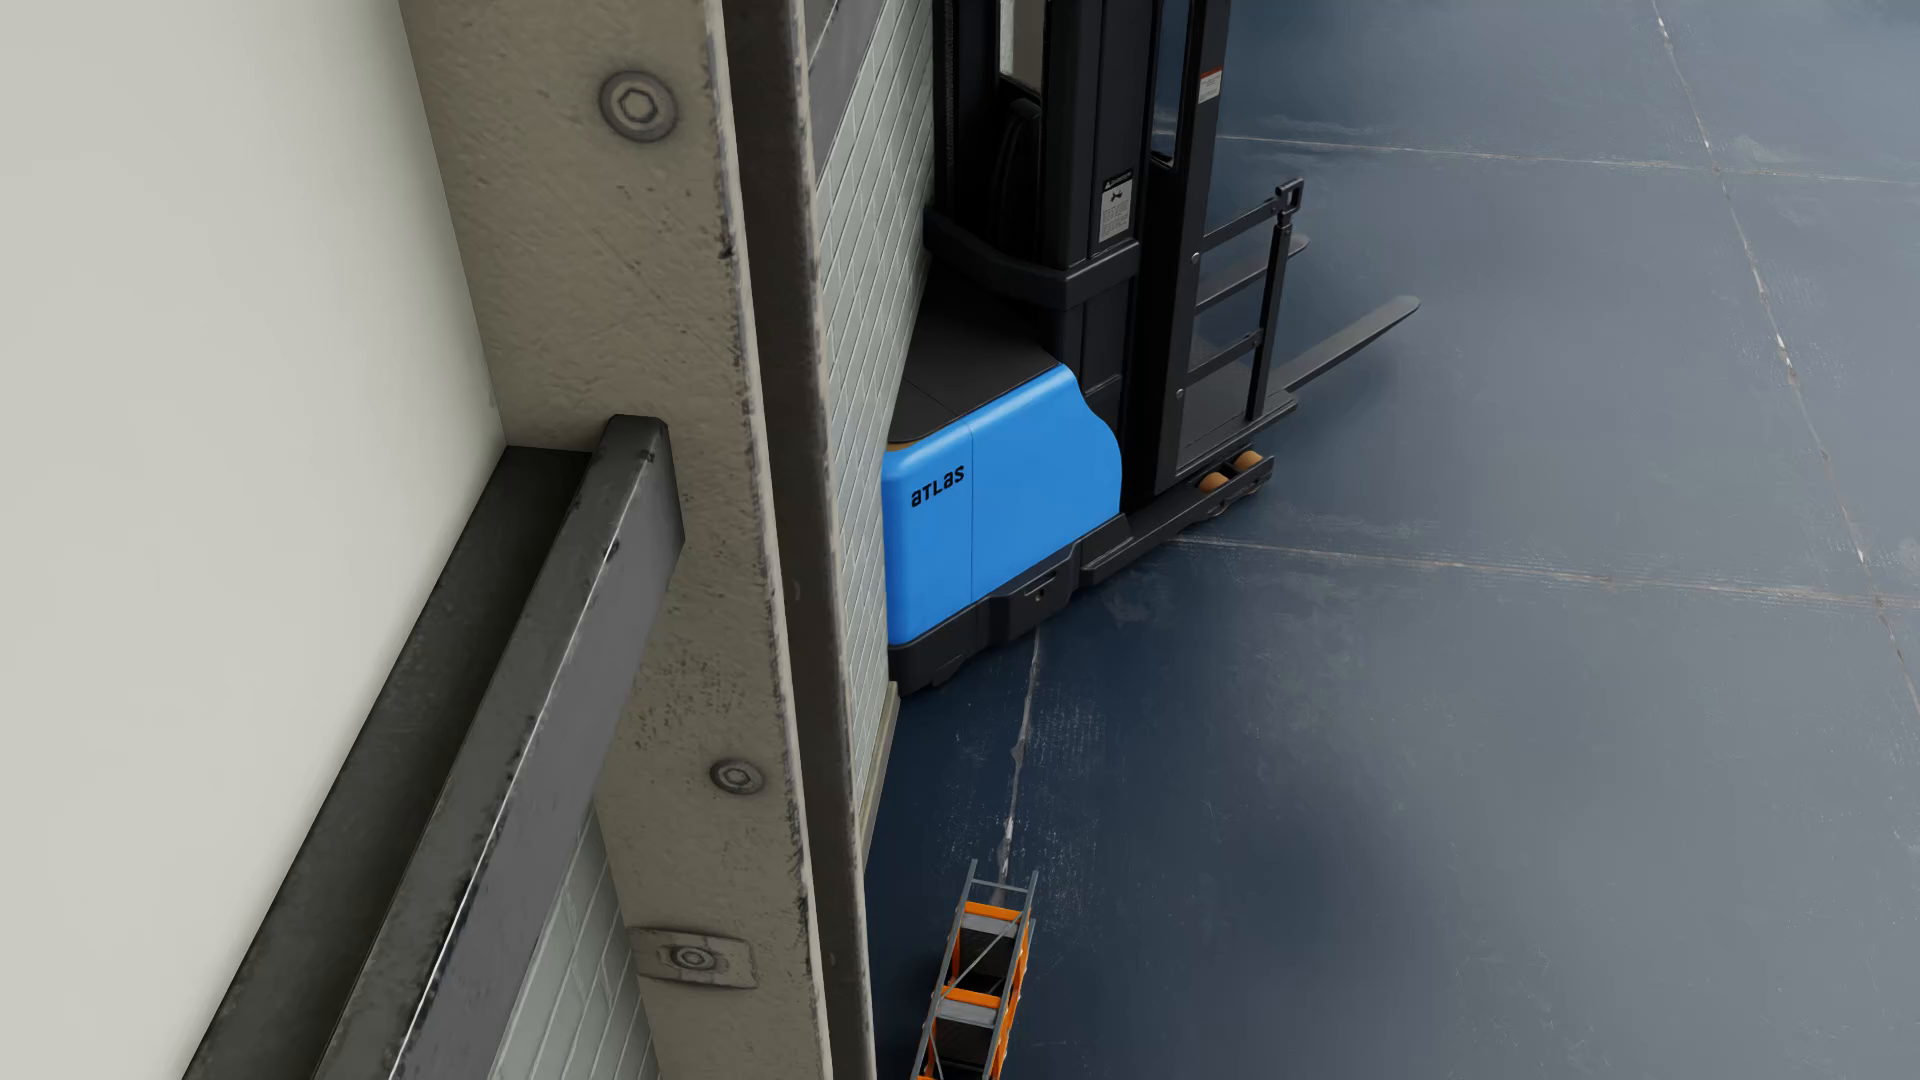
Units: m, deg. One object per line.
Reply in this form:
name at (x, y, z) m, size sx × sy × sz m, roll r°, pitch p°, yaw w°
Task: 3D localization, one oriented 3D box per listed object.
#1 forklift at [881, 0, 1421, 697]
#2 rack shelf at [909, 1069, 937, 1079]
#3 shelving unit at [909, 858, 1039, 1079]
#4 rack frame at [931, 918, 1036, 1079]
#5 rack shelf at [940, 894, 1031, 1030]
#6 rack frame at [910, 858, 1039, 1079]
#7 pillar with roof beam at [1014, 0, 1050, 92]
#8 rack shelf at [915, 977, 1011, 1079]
forklift at (0.575, -1.403, 5.600) m, size 3.031 × 2.935 × 1.130 m, roll -31°, pitch 51°, yaw -28°
rack shelf at (-0.055, 1.588, 4.385) m, size 0.215 × 0.240 × 0.259 m, roll 9°, pitch 44°, yaw 10°
shelving unit at (0.012, 1.395, 4.589) m, size 0.215 × 0.252 × 1.050 m, roll 9°, pitch 44°, yaw 10°
rack frame at (0.012, 1.483, 4.673) m, size 0.200 × 0.008 × 1.050 m, roll 9°, pitch 44°, yaw 10°
rack shelf at (0.075, 1.212, 4.782) m, size 0.215 × 0.240 × 0.259 m, roll 9°, pitch 44°, yaw 10°
rack frame at (0.012, 1.306, 4.505) m, size 0.200 × 0.008 × 1.050 m, roll 9°, pitch 44°, yaw 10°
pillar with roof beam at (4.699, -4.994, 4.979) m, size 9.100 × 9.000 × 0.400 m, roll 5°, pitch 44°, yaw 6°
rack shelf at (0.009, 1.402, 4.582) m, size 0.215 × 0.240 × 0.259 m, roll 9°, pitch 44°, yaw 10°
